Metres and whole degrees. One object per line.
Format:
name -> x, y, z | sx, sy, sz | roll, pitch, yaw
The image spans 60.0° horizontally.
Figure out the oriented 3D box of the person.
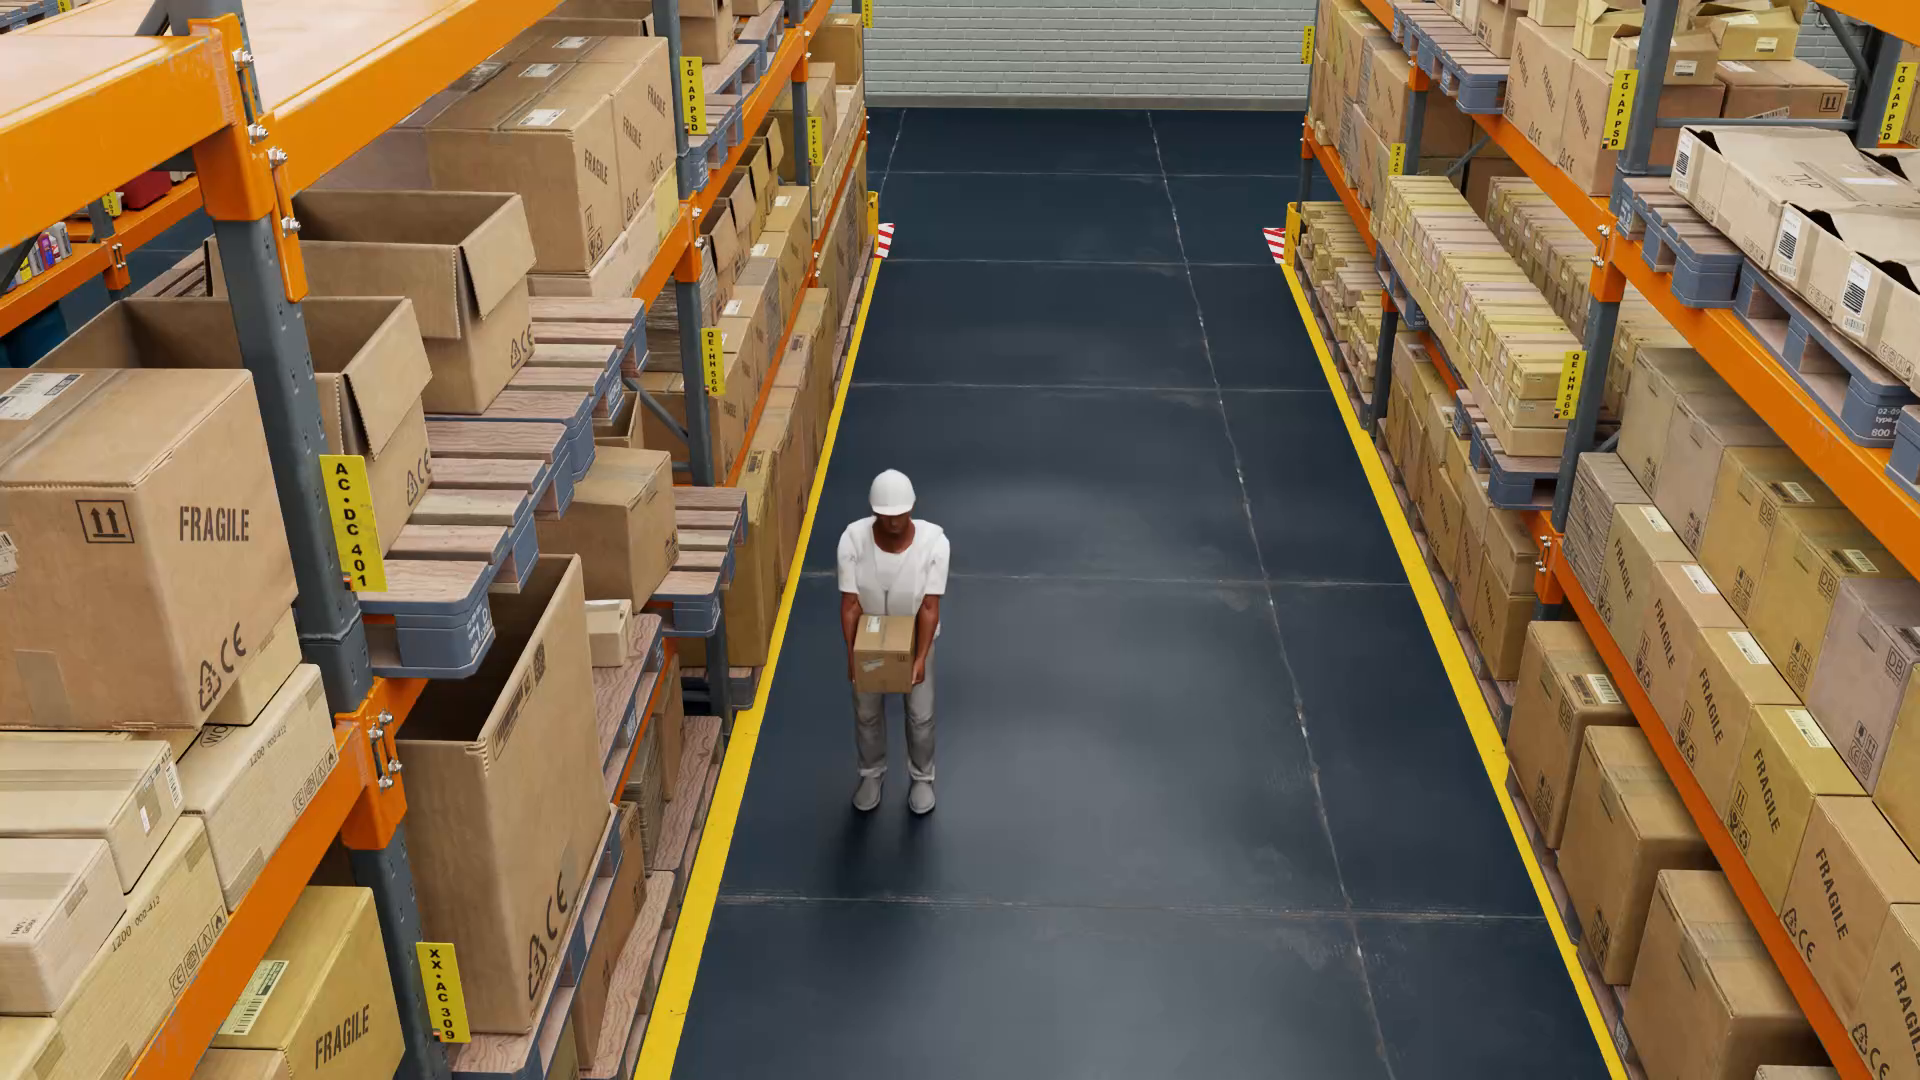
person -> -0.306, 0.504, 7.648 | 0.504, 1.758, 0.581 | 2, 28, 4
